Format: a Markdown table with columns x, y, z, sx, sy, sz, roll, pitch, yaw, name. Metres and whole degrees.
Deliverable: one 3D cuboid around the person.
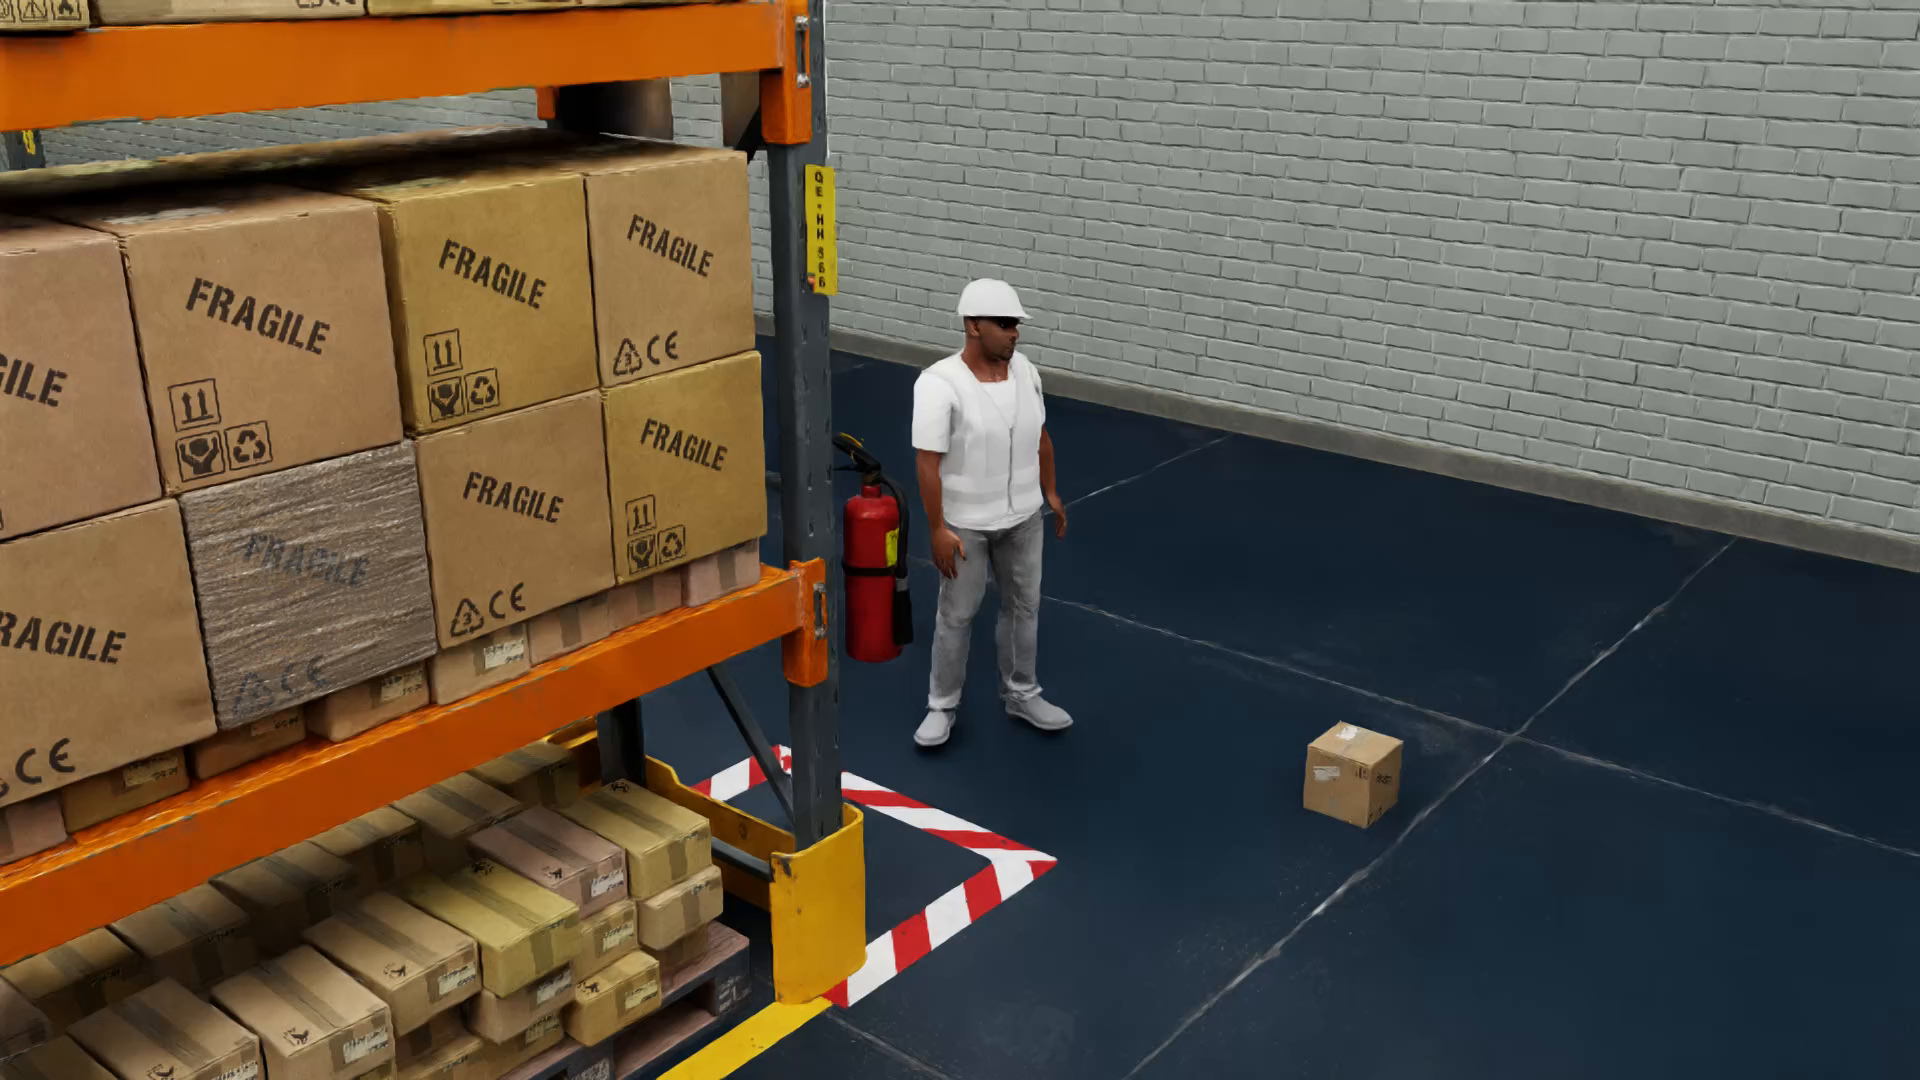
| x | y | z | sx | sy | sz | roll | pitch | yaw | name |
| --- | --- | --- | --- | --- | --- | --- | --- | --- | --- |
| 0.126 | -0.092 | 6.225 | 0.683 | 1.764 | 0.383 | -12 | 23 | -30 | person |
